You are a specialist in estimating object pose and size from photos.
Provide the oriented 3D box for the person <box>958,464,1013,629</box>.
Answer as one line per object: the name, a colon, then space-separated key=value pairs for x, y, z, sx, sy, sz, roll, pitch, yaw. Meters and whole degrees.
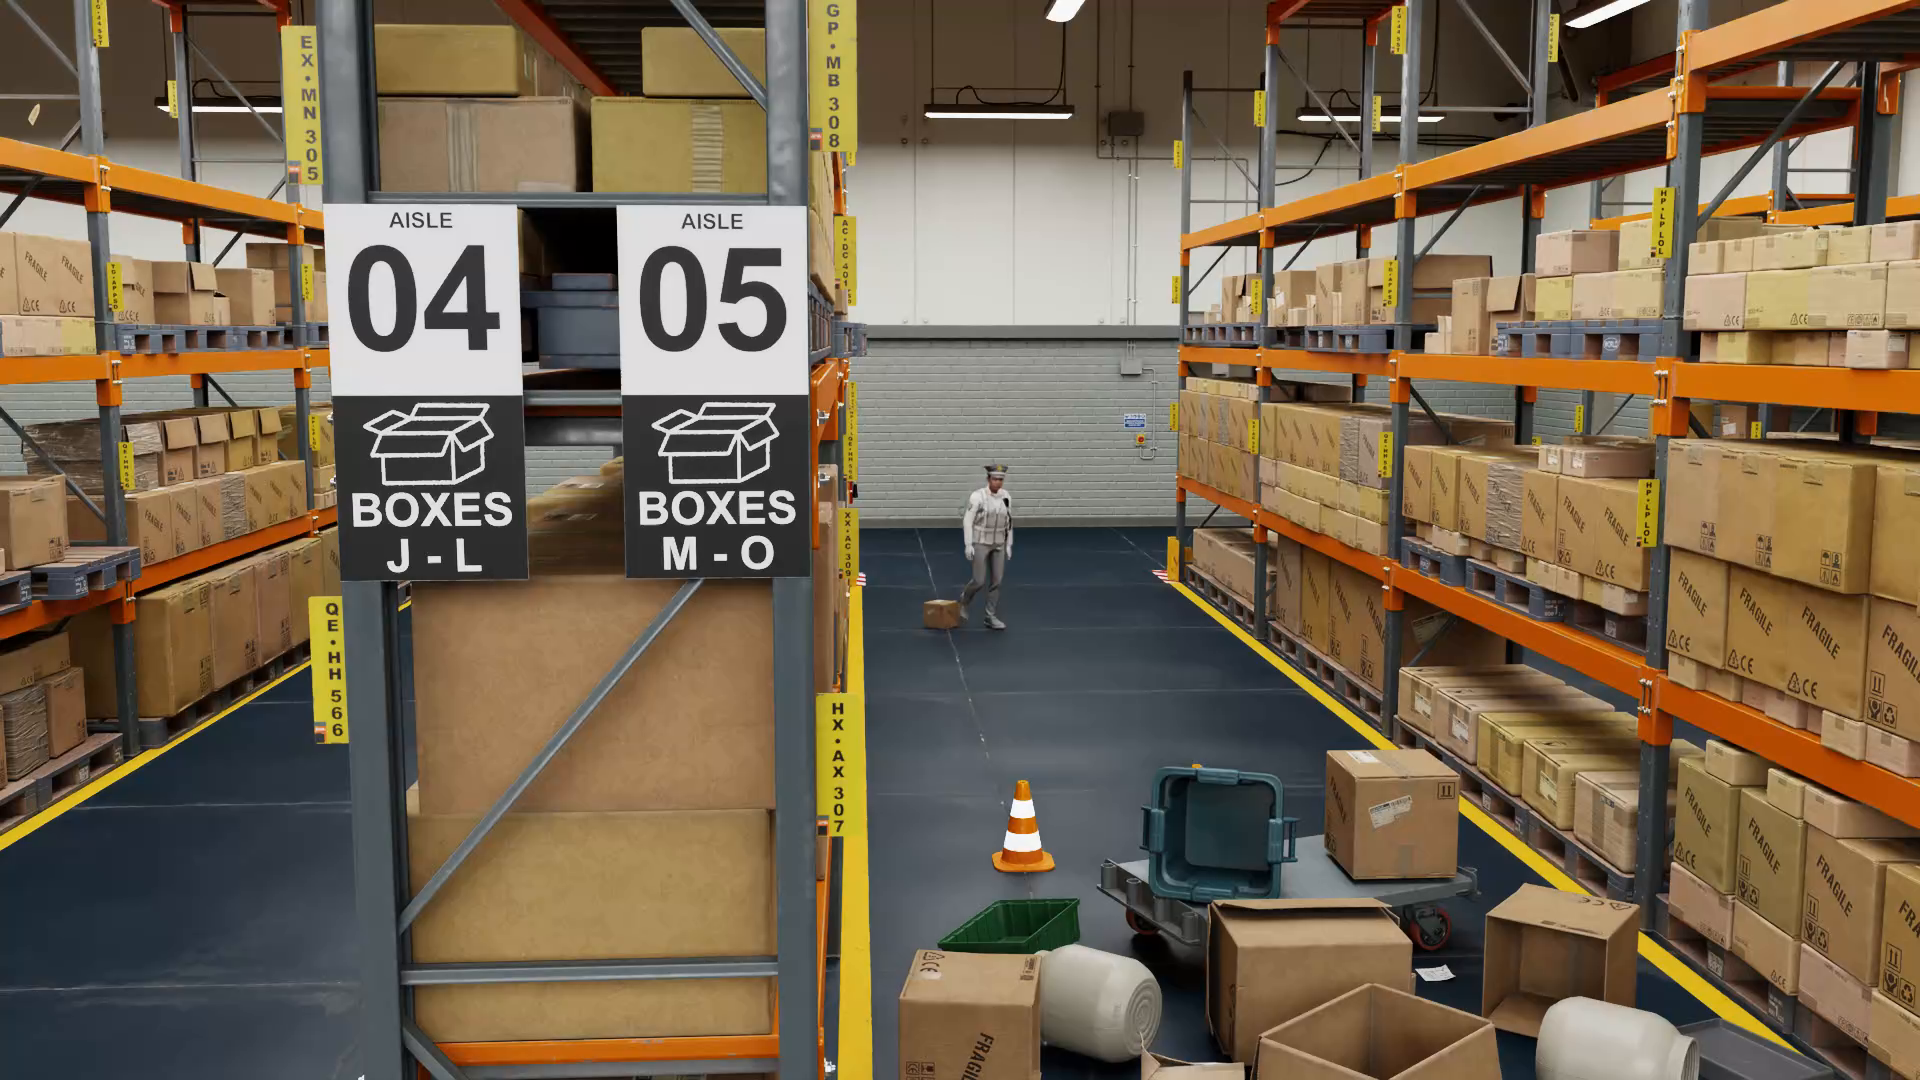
person: x=0.250 y=0.053 z=16.696 sx=0.535 sy=1.661 sz=0.592 roll=-4 pitch=8 yaw=-27
